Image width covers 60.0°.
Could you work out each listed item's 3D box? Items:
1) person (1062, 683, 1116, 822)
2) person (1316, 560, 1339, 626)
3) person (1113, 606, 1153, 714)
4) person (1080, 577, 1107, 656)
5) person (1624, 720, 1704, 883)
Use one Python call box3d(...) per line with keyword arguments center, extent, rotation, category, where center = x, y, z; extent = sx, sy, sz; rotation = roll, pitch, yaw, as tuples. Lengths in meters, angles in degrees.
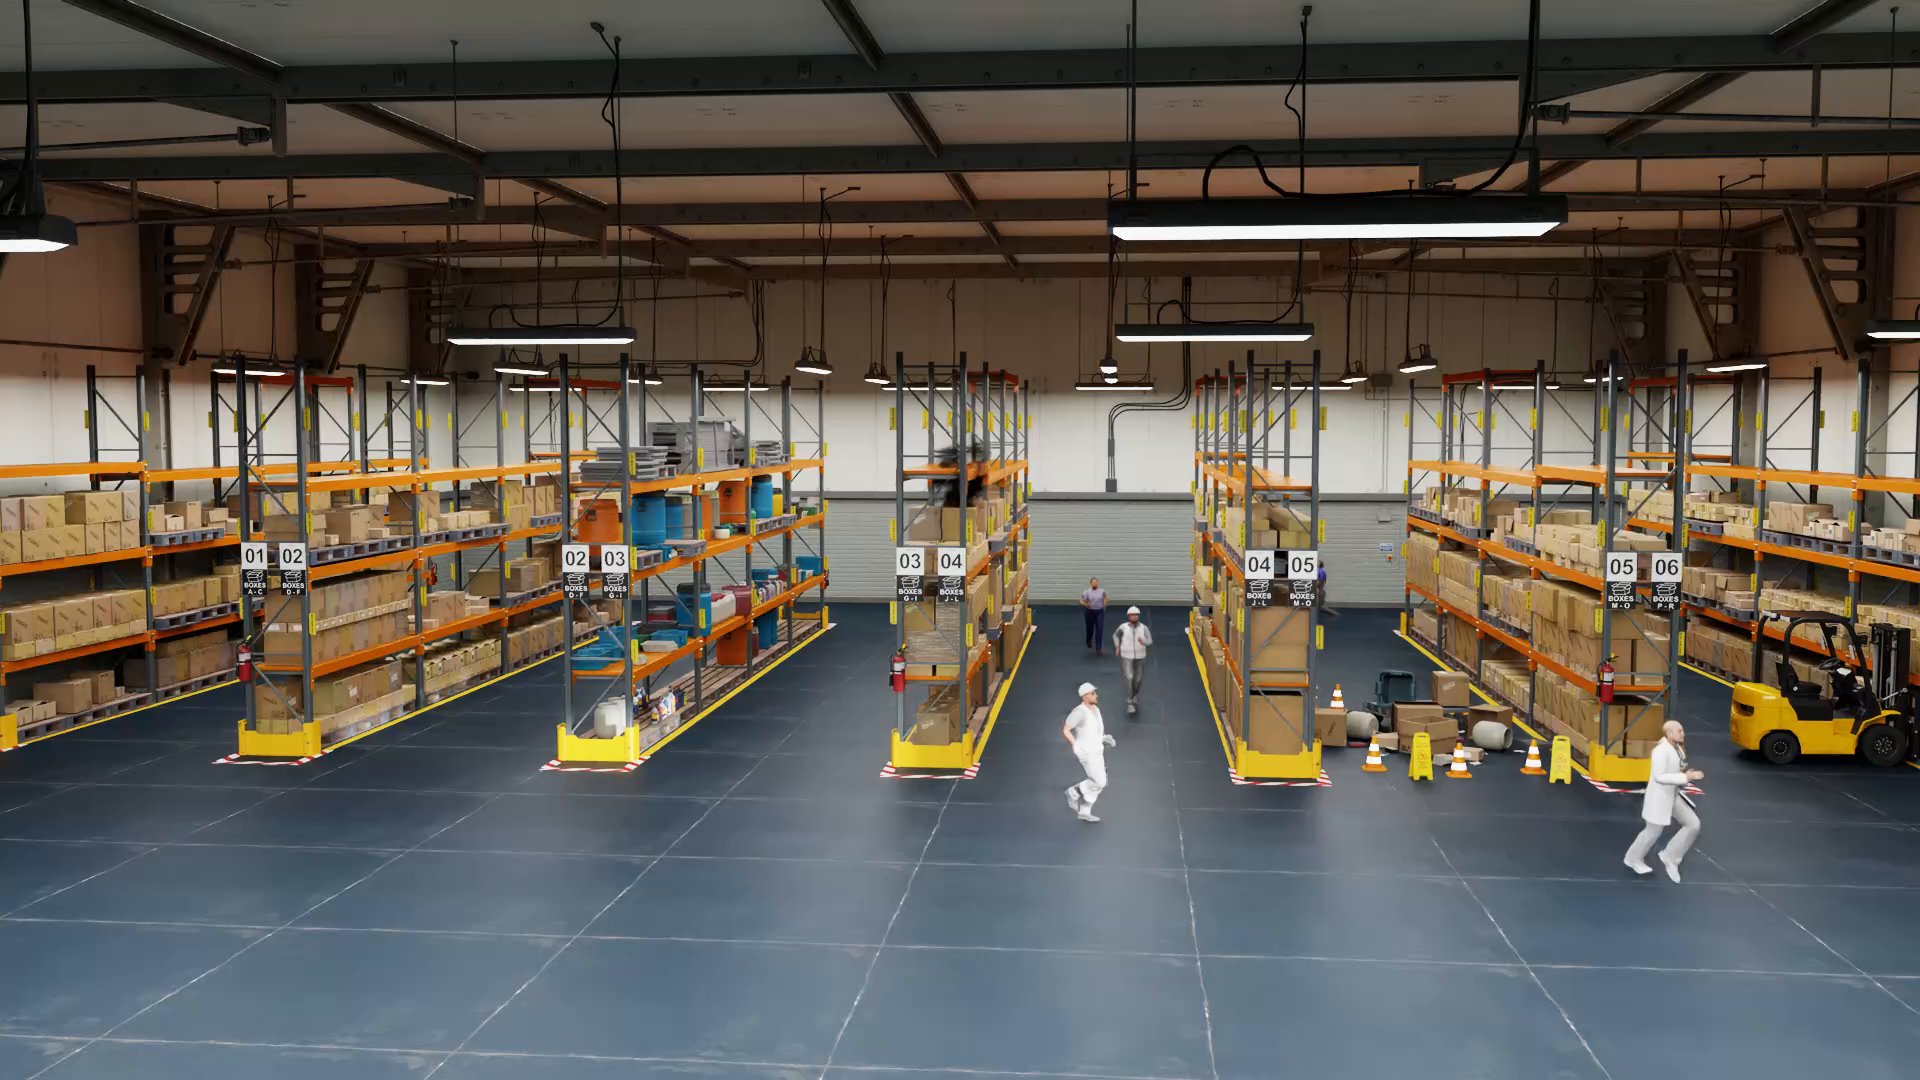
box3d(center=(1.630, 2.655, 20.801), extent=(0.592, 1.738, 0.656), rotation=(3, 5, 35), category="person")
box3d(center=(8.854, 1.313, 40.536), extent=(0.735, 1.672, 0.581), rotation=(1, 4, 13), category="person")
box3d(center=(3.000, 2.049, 28.837), extent=(0.634, 1.796, 0.901), rotation=(0, 4, -5), category="person")
box3d(center=(2.897, 1.627, 35.890), extent=(0.610, 1.649, 0.920), rotation=(0, 4, -4), category="person")
box3d(center=(7.674, 2.879, 18.119), extent=(0.751, 1.690, 0.893), rotation=(-4, 5, -42), category="person")
